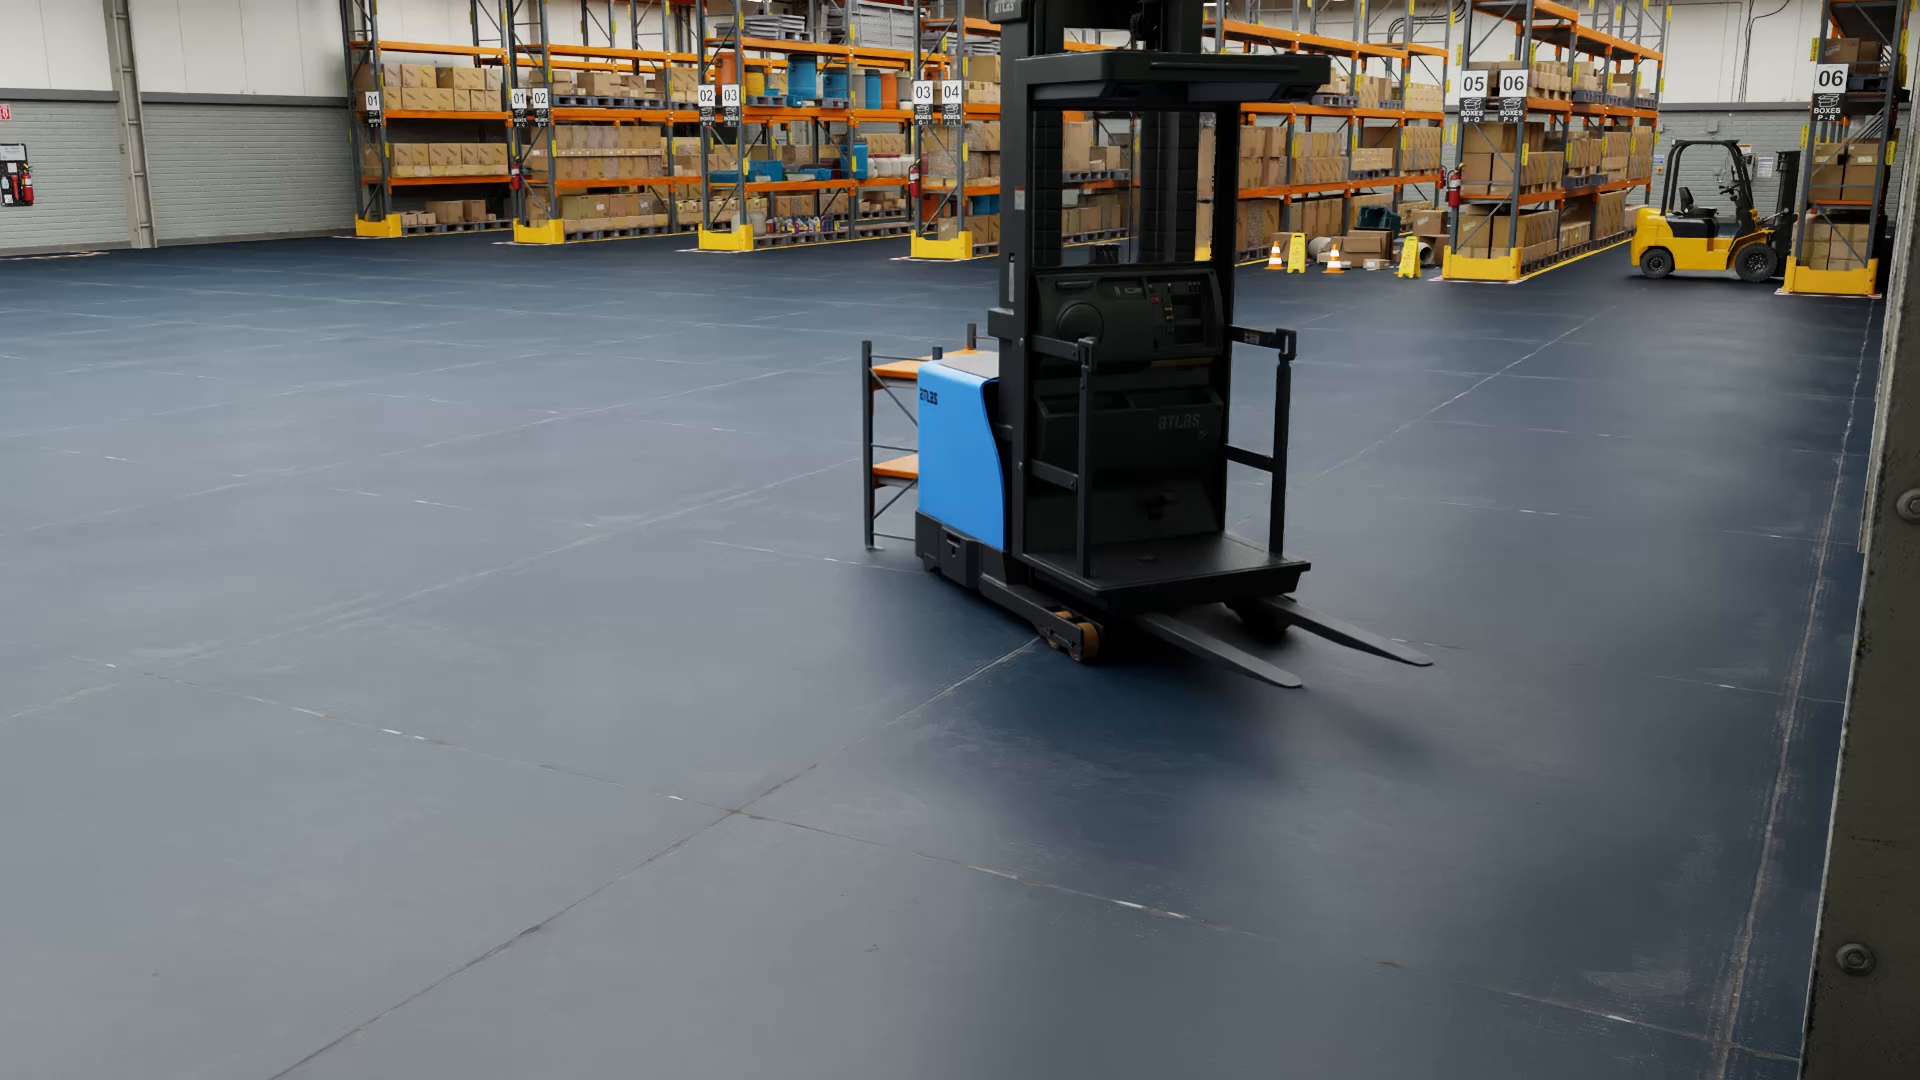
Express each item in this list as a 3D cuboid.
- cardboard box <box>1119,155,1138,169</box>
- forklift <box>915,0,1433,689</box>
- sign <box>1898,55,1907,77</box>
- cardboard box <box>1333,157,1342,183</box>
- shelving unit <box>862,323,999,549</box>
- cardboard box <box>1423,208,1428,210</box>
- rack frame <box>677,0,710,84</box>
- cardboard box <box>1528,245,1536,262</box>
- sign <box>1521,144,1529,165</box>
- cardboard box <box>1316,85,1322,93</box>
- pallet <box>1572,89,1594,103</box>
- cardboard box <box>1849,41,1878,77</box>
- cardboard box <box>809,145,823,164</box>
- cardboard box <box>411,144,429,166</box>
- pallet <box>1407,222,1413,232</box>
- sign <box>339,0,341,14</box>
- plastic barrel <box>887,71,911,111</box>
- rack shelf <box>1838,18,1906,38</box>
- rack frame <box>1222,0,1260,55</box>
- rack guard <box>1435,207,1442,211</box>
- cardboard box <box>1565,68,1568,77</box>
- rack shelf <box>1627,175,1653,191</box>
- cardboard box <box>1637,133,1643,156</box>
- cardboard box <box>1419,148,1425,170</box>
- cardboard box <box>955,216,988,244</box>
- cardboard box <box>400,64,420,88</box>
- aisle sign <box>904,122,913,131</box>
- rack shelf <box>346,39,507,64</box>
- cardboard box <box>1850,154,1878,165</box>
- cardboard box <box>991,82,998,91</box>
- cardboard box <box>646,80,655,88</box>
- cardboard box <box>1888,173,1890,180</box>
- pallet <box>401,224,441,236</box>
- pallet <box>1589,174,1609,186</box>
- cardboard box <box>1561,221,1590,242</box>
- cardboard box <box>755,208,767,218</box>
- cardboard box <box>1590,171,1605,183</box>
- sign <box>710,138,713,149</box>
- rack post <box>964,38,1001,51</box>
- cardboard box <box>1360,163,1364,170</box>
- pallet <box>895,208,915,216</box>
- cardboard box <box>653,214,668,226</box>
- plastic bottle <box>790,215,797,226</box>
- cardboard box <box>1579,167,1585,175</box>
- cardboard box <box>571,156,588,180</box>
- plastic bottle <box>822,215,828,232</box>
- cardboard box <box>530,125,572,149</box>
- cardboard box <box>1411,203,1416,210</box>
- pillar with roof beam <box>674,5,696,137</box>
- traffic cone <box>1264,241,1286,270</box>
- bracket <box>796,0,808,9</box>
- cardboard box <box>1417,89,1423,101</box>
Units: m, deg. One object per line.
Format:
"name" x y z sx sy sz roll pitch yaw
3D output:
"cardboard box" 3.956 -8.510 37.914 0.500 0.500 0.500 8 16 30
"forklift" 0.855 -1.026 7.229 1.130 2.935 3.031 -6 15 -25
"sign" 15.058 -7.573 26.569 0.100 0.325 0.005 7 15 28
"cardboard box" 7.551 -7.634 34.278 0.500 0.500 0.500 7 15 28
"shelving unit" -0.024 -0.580 9.235 0.538 1.125 1.048 9 16 33
"cardboard box" 11.389 -8.167 41.255 0.380 0.149 0.250 7 15 26
"rack frame" -7.591 -13.813 47.325 1.000 3.000 0.127 7 15 28
"cardboard box" 9.176 -4.734 27.435 0.500 0.250 0.500 8 16 30
"sign" 8.766 -5.988 25.819 0.100 0.325 0.005 7 15 28
"cardboard box" 6.933 -8.995 32.915 0.396 0.266 0.258 7 15 28
"pallet" 10.616 -7.931 29.725 1.213 0.211 1.003 7 15 28
"cardboard box" 13.221 -7.144 24.737 0.700 0.500 0.500 7 15 28
"cardboard box" -4.053 -10.220 44.110 0.700 0.500 0.500 3 14 14
"cardboard box" -12.651 -8.901 38.424 0.500 0.500 0.500 7 15 28
"pallet" 10.593 -7.668 40.585 1.003 0.211 1.213 7 15 28
"sign" -13.868 -11.950 37.263 0.100 0.325 0.005 7 15 28
"plastic barrel" -1.439 -10.512 38.961 0.600 0.901 0.600 0 14 0
"rack shelf" 15.539 -8.670 28.380 1.077 0.370 4.000 7 15 28
"rack frame" 7.351 -12.950 43.745 1.000 3.000 0.127 7 15 28
"rack guard" 11.607 -8.221 42.260 1.175 0.500 0.348 7 15 28
"cardboard box" 10.204 -8.021 28.534 0.380 0.149 0.250 7 15 27
"rack shelf" 15.059 -8.151 38.173 1.077 0.370 4.000 7 15 28
"cardboard box" 15.042 -8.902 37.407 0.500 0.500 0.500 8 16 29
"cardboard box" 10.912 -9.212 40.190 0.500 0.500 0.500 8 16 31
"cardboard box" 0.191 -5.993 32.124 0.500 0.500 0.500 13 19 43
"cardboard box" -12.707 -10.586 37.950 0.500 0.500 0.500 7 15 27
"aisle sign" -1.543 -12.468 48.999 0.394 0.787 0.004 7 15 28
"rack shelf" -12.425 -11.410 38.900 1.077 0.370 4.000 7 15 28
"cardboard box" 13.029 -5.471 23.925 0.380 0.149 0.250 7 15 27
"cardboard box" 0.491 -8.566 31.428 0.380 0.149 0.250 7 15 28
"cardboard box" -8.385 -12.702 46.361 0.500 0.250 0.500 7 15 26
"cardboard box" 19.885 -7.856 35.950 0.380 0.149 0.250 8 15 28
"pallet" -12.932 -7.258 38.882 1.003 0.211 1.213 7 15 28
"pallet" 11.907 -7.018 32.349 1.213 0.211 1.003 7 15 28
"cardboard box" 11.877 -6.082 32.766 0.950 0.372 0.625 6 15 24
"cardboard box" -5.228 -8.248 42.010 0.500 0.250 0.500 8 16 29
"cardboard box" 12.615 -7.269 33.299 0.500 0.250 0.500 7 15 27
"sign" -7.112 -11.362 47.655 0.100 0.325 0.005 7 15 28
"rack post" 0.647 -12.485 41.976 0.937 0.300 0.954 7 15 27
"cardboard box" 8.558 -8.127 36.178 0.380 0.149 0.250 8 16 31
"pallet" -1.741 -9.622 48.690 1.003 0.211 1.213 7 15 28
"cardboard box" -7.153 -7.443 38.671 0.500 0.250 0.500 7 15 28
"plastic bottle" -3.631 -6.902 36.170 0.144 0.351 0.185 7 15 26
"cardboard box" 11.423 -6.873 30.977 0.380 0.149 0.250 8 16 30
"cardboard box" -8.568 -8.126 36.320 0.700 0.500 0.500 8 16 29
"plastic bottle" -2.938 -6.855 35.976 0.144 0.351 0.185 7 15 25
"cardboard box" -8.792 -8.659 35.764 0.700 0.500 0.500 7 15 28
"cardboard box" 10.836 -8.103 40.356 0.380 0.149 0.250 7 15 28
"pillar with roof beam" -4.242 -13.567 46.304 9.100 9.000 0.548 7 15 28
"traffic cone" 5.409 -4.883 28.497 0.336 0.463 0.334 7 15 28
"bracket" -4.999 -16.910 52.491 0.235 0.232 0.430 7 15 28
"cardboard box" 10.653 -10.534 39.375 0.500 0.250 0.500 8 16 29
